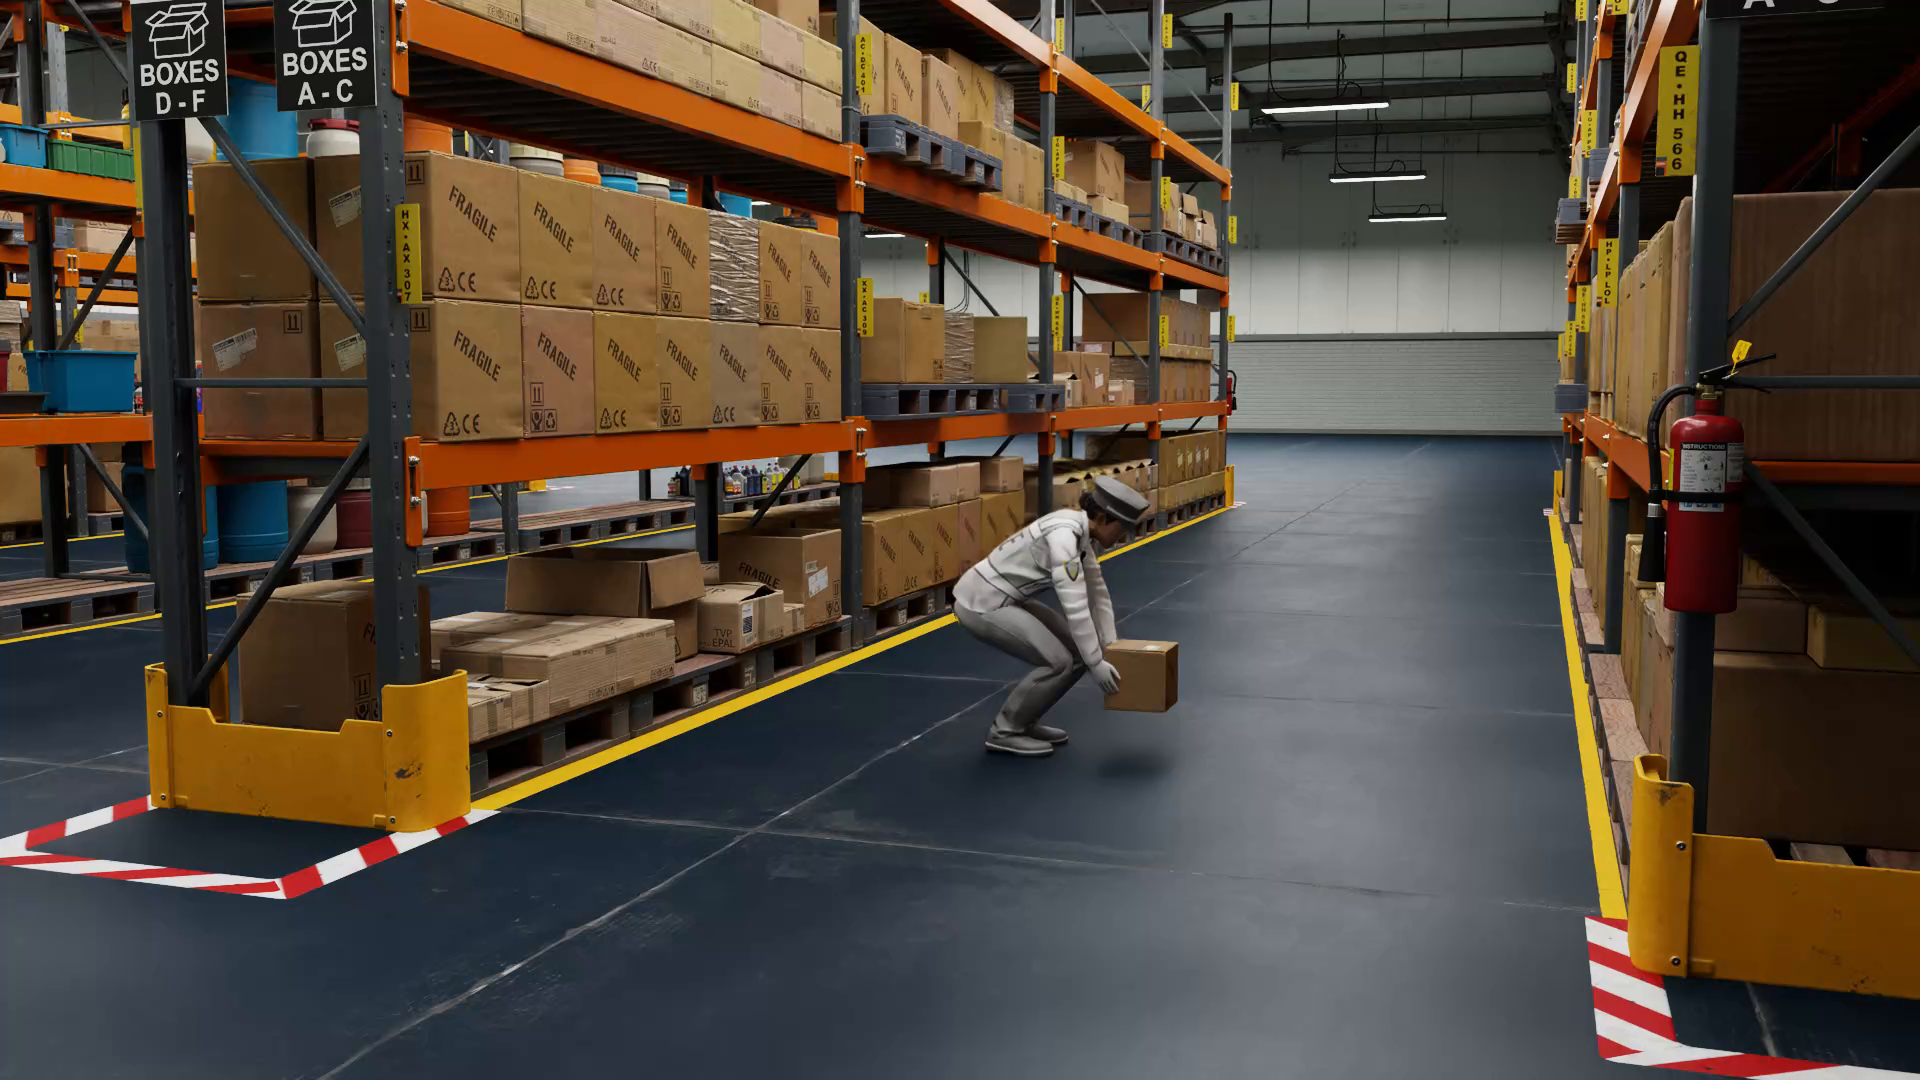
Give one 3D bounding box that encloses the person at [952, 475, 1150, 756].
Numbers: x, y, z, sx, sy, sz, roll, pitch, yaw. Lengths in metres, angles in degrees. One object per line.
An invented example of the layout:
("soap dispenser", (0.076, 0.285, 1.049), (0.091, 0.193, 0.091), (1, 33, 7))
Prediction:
("person", (0.384, 0.300, 6.881), (0.802, 1.139, 0.516), (2, 6, 18))
